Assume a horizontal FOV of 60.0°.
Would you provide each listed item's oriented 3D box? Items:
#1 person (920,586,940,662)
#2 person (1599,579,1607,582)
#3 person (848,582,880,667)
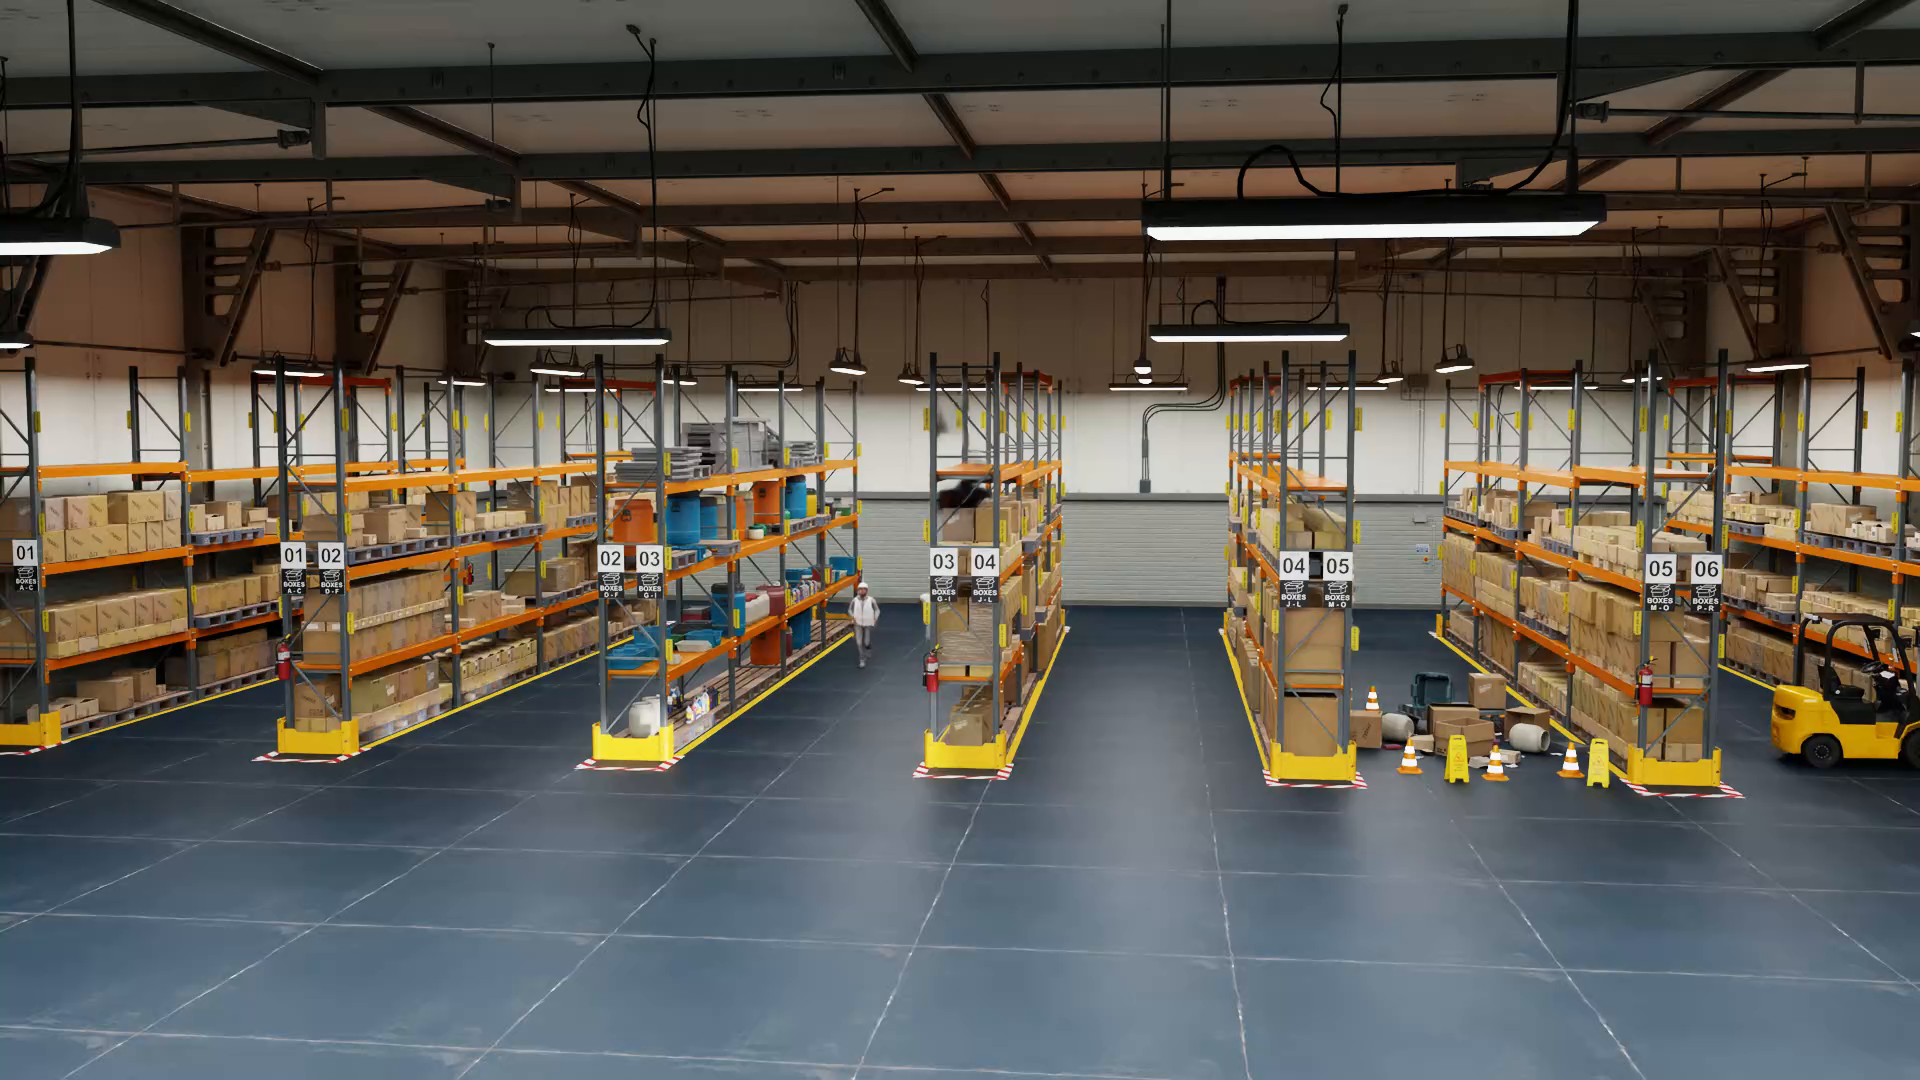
[{"bbox_3d":[-0.504,1.734,34.079,0.687,1.747,0.938,0,4,5],"label":"person"},{"bbox_3d":[13.695,1.633,35.285,0.669,1.855,0.861,0,4,1],"label":"person"},{"bbox_3d":[-1.985,1.734,34.150,0.661,1.731,0.585,0,4,2],"label":"person"}]
